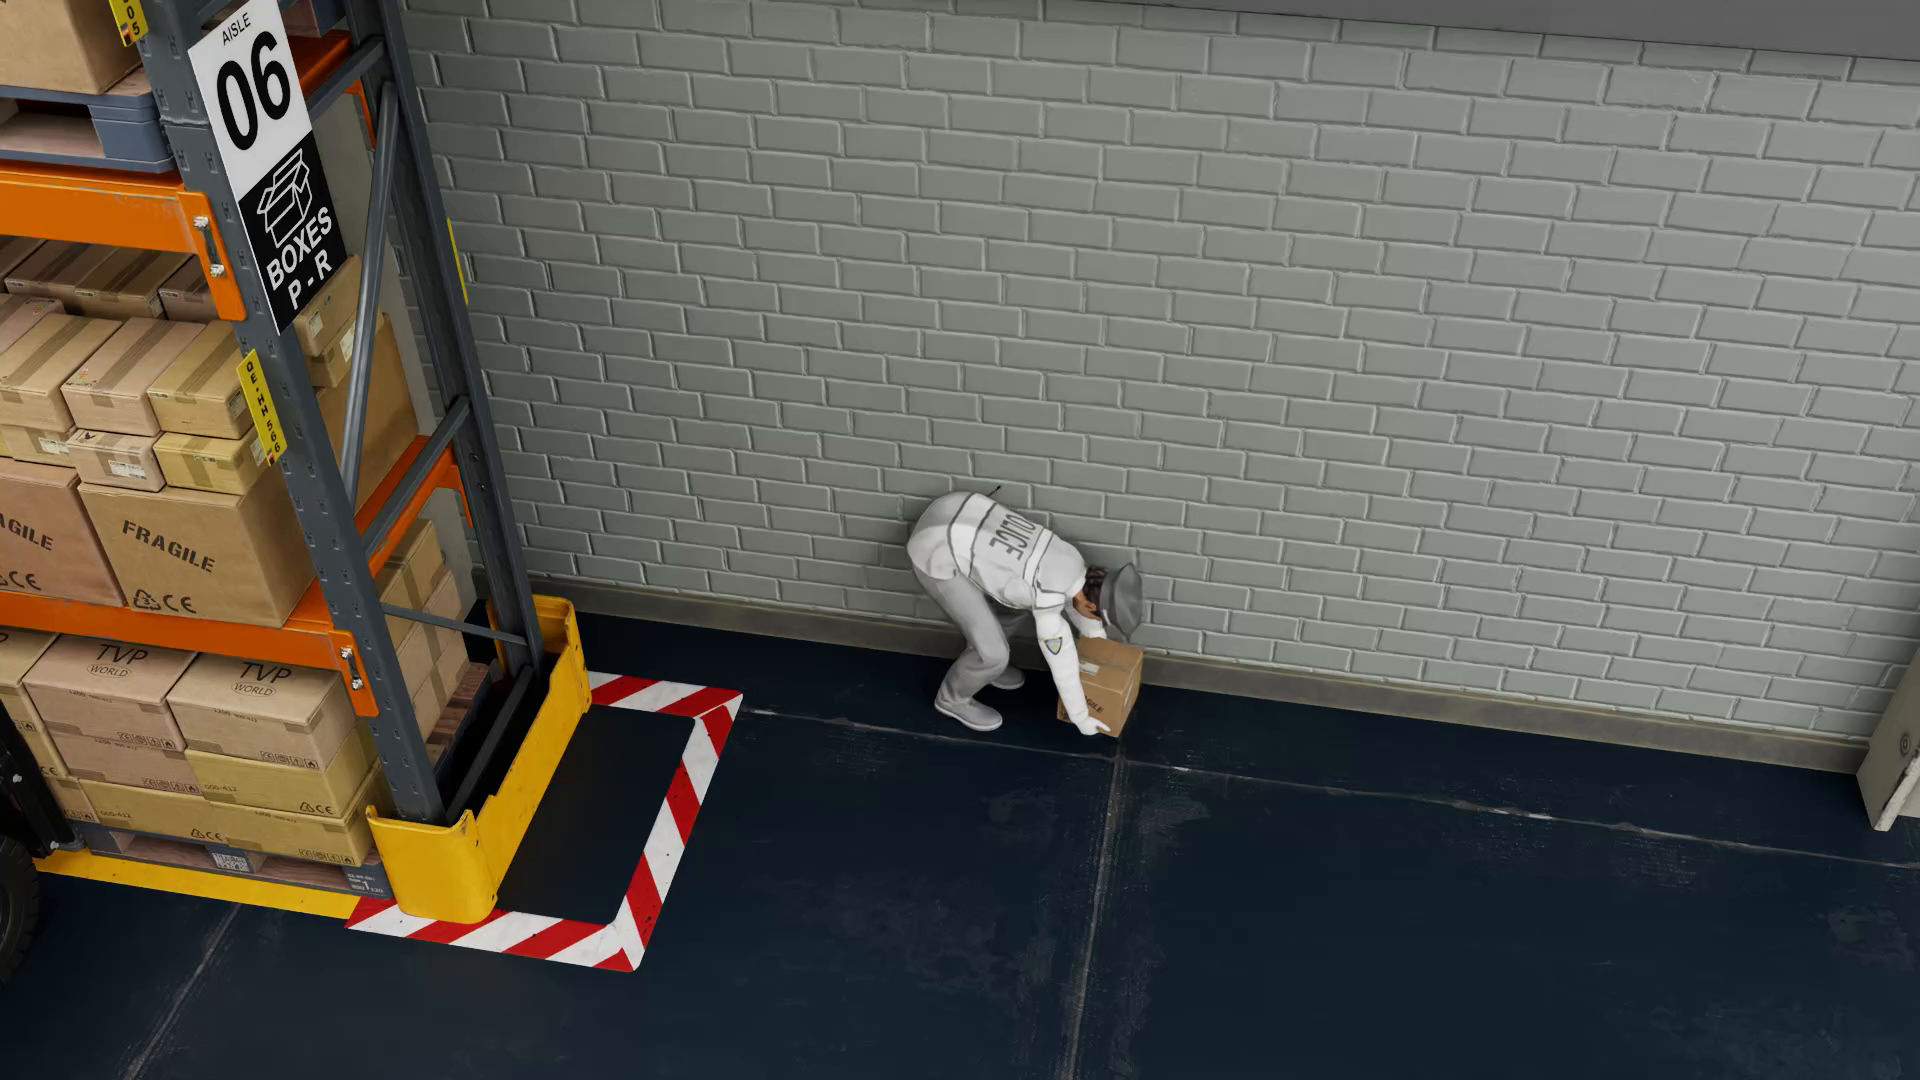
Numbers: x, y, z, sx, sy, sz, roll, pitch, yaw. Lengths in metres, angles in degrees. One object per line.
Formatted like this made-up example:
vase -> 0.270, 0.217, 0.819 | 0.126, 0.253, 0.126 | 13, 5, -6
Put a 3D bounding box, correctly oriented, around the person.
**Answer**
person -> 0.248, 0.305, 6.335 | 0.897, 0.972, 0.444 | 14, 43, 15
